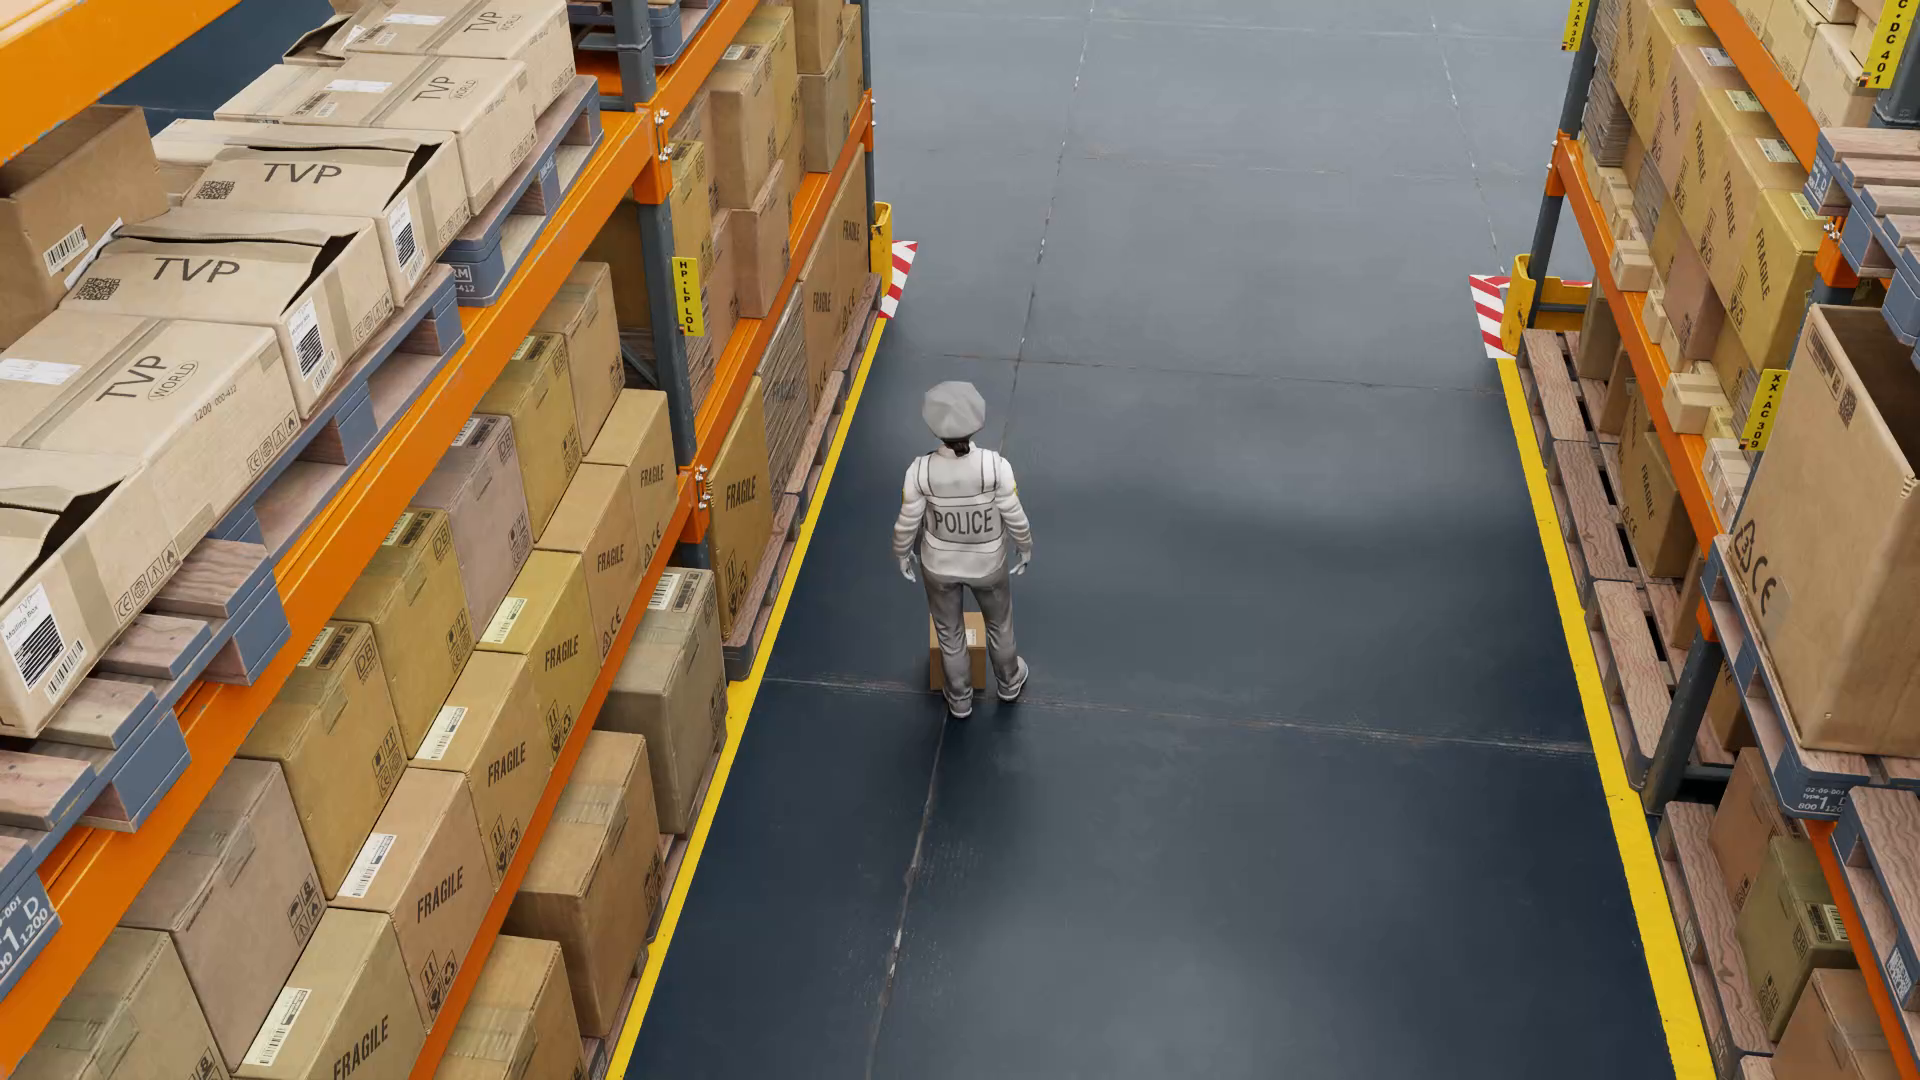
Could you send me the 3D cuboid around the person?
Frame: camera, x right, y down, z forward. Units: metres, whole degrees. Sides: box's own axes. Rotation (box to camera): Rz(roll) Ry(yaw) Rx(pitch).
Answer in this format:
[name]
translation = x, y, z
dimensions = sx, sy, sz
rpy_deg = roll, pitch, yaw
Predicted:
[person]
translation = 0.016, 0.036, 6.945
dimensions = 0.587, 1.694, 0.529
rpy_deg = 0, 36, 0
